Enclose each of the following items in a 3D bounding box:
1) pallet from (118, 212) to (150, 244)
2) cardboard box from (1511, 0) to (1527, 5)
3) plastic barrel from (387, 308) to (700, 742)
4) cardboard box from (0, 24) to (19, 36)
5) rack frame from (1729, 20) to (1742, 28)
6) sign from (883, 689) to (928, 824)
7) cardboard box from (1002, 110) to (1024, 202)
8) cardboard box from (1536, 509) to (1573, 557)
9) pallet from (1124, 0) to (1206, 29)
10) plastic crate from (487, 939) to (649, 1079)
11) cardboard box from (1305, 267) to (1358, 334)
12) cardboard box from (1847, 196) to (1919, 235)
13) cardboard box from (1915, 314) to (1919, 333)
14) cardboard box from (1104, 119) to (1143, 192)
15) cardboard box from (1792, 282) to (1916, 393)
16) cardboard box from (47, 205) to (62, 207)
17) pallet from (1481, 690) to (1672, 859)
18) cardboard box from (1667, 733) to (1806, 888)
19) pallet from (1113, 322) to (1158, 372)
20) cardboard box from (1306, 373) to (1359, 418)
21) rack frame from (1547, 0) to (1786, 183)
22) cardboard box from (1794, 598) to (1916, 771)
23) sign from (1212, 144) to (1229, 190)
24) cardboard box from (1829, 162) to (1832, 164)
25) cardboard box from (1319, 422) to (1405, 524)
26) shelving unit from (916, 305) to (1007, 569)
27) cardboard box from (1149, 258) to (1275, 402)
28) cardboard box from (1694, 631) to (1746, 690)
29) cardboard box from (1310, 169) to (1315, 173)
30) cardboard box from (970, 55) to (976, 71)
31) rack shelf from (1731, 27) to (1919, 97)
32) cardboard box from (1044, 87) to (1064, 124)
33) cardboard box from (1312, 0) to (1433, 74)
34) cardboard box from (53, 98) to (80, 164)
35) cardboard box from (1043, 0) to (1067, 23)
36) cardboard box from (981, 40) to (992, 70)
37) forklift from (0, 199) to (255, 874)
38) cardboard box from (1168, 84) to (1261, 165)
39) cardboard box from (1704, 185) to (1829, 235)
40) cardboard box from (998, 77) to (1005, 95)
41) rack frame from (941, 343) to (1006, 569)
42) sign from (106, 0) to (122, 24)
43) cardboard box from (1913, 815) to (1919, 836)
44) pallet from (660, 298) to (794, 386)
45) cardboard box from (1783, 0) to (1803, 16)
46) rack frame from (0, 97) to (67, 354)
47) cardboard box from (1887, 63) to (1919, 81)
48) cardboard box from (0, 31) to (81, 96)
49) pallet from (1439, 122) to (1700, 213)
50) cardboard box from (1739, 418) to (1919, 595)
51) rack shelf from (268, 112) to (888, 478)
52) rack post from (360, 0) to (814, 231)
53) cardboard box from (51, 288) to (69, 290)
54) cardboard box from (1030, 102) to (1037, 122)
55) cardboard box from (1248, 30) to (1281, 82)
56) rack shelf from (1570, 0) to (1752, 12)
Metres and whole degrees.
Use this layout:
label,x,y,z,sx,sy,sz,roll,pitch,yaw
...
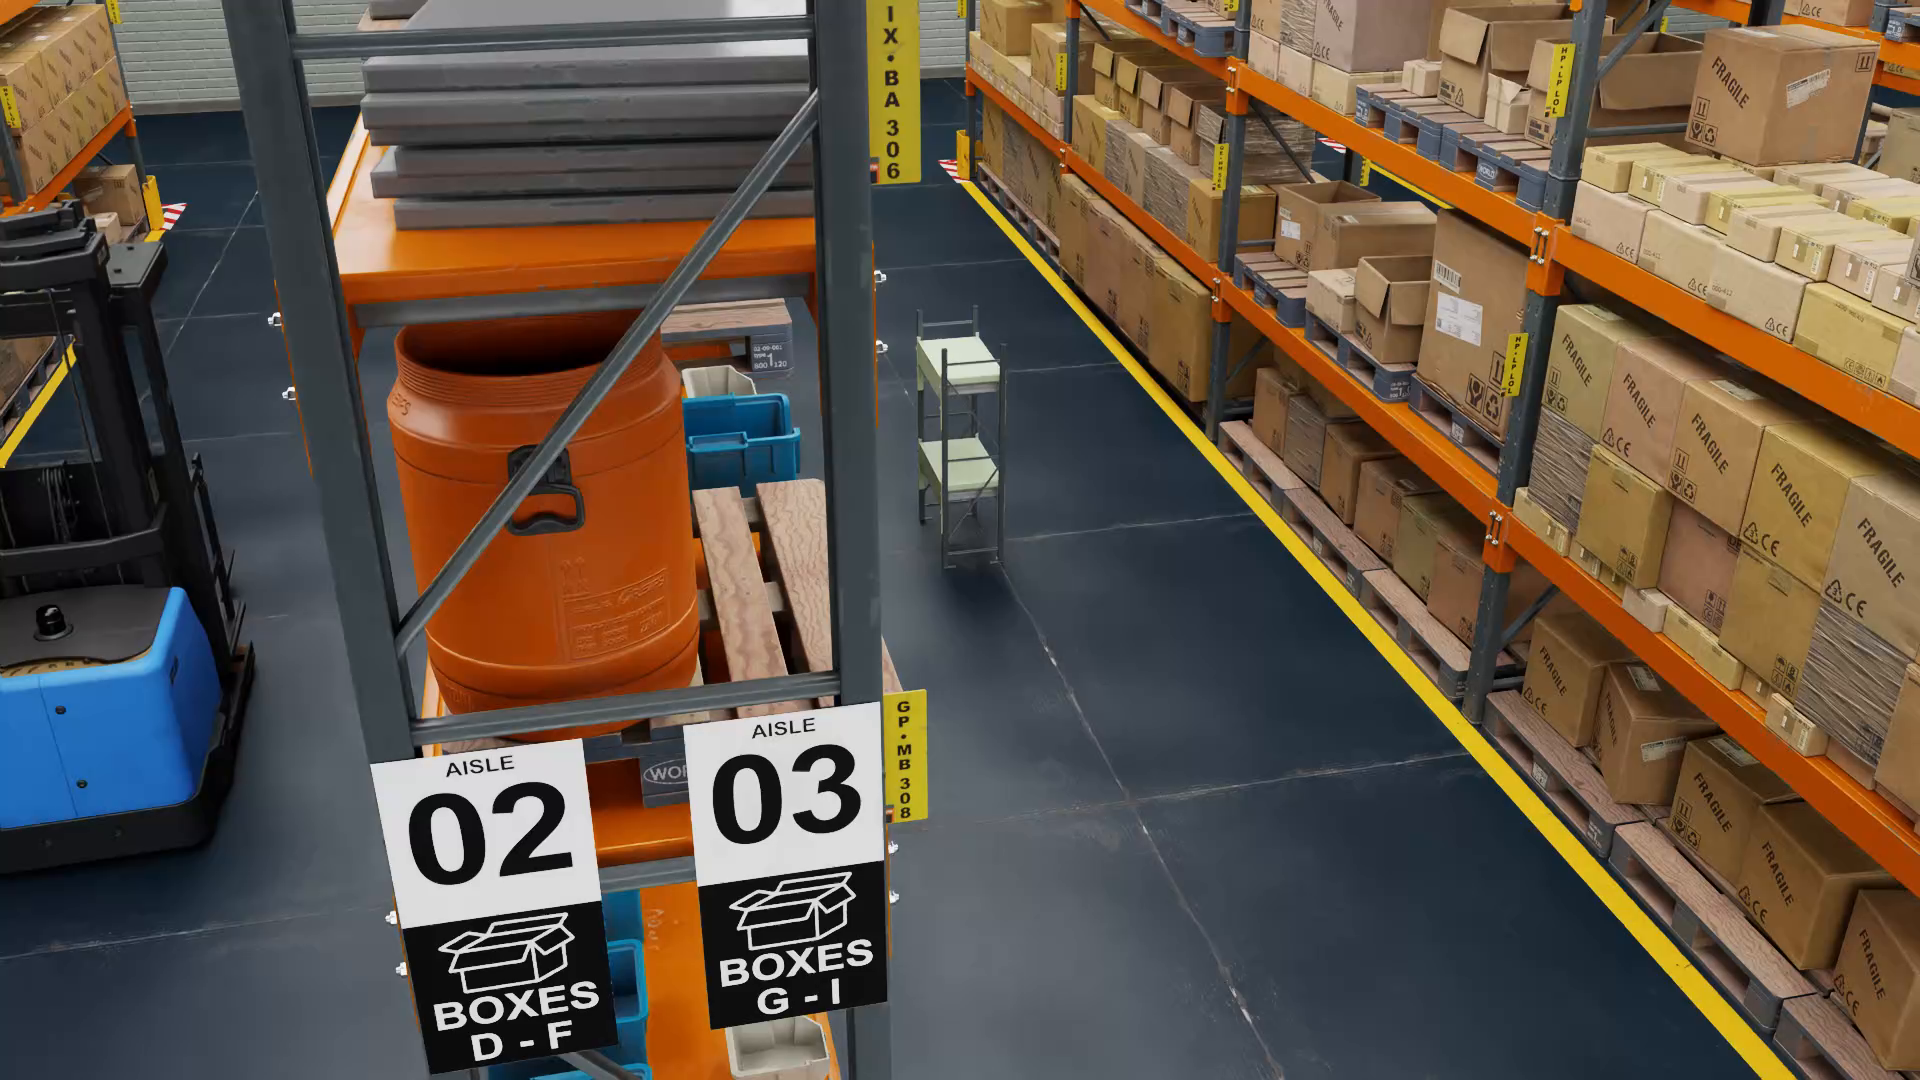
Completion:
label,x,y,z,sx,sy,sz,roll,pitch,yaw
pallet,-8.891,-3.036,16.879,1.003,0.211,1.213,-6,27,-12
cardboard box,5.829,-5.401,16.918,0.500,0.500,0.500,-7,28,-13
plastic barrel,-0.889,-0.061,3.616,0.600,0.830,0.708,-6,27,-12
cardboard box,-9.012,-4.485,15.433,0.500,0.500,0.500,-6,27,-11
rack frame,10.219,-6.675,20.993,1.000,3.000,0.127,-6,27,-12
sign,-0.119,0.461,3.516,0.100,0.325,0.005,-6,27,-12
cardboard box,0.991,-4.236,18.051,0.875,0.875,0.875,-6,27,-12
cardboard box,3.067,-0.053,8.151,0.380,0.149,0.250,-6,27,-12
pallet,1.915,-4.180,12.929,1.003,0.211,1.213,-5,27,-9
plastic crate,-1.201,1.449,5.061,0.499,0.251,0.408,-6,27,-12
cardboard box,2.521,-1.518,10.476,0.500,0.250,0.500,-7,28,-13
cardboard box,3.809,-1.271,6.680,0.380,0.149,0.250,-5,27,-10
cardboard box,3.517,-0.757,5.663,0.380,0.149,0.250,-7,28,-14
cardboard box,1.552,-3.290,14.175,0.500,0.500,0.500,-7,28,-13
cardboard box,3.473,-0.768,6.127,0.500,0.250,0.500,-6,27,-12
cardboard box,-9.129,-3.147,16.565,0.500,0.250,0.500,-6,27,-12
pallet,3.454,1.135,8.613,1.003,0.211,1.213,-6,27,-12
cardboard box,3.672,1.222,7.654,0.500,0.500,0.500,-8,28,-16
pallet,1.991,-1.800,14.429,1.003,0.211,1.213,-6,27,-12
cardboard box,2.677,-1.049,11.300,0.500,0.250,0.500,-3,27,-6
rack frame,3.268,-3.079,7.210,1.000,3.000,0.127,-6,27,-12
cardboard box,3.772,0.502,6.332,0.875,0.500,0.500,-6,27,-12
sign,1.827,-2.616,11.666,0.100,0.325,0.005,-6,27,-12
cardboard box,6.667,-2.995,13.184,0.380,0.149,0.250,-5,27,-11
cardboard box,2.809,-0.455,10.955,0.700,0.500,0.500,-4,27,-7
shelving unit,0.002,-0.667,10.753,0.431,1.500,0.755,-6,27,-12
cardboard box,2.232,-1.701,13.030,1.225,0.875,0.875,-7,28,-14
cardboard box,3.375,0.493,7.069,0.380,0.149,0.250,-6,27,-12
cardboard box,2.404,-2.669,12.944,0.500,0.500,0.500,-7,28,-13
cardboard box,0.323,-5.368,18.681,0.380,0.149,0.250,-6,27,-11
rack shelf,10.670,-5.476,19.416,1.077,0.370,4.000,-6,27,-12
cardboard box,1.110,-4.146,15.818,0.500,0.250,0.500,-6,27,-13
cardboard box,2.453,-3.088,9.892,0.500,0.500,0.500,-7,28,-13
cardboard box,-8.265,-3.649,14.886,0.500,0.500,0.500,-6,27,-12
cardboard box,0.930,-5.882,18.426,0.500,0.500,0.500,-6,27,-11
cardboard box,0.533,-5.269,18.043,0.500,0.250,0.500,-6,27,-12
forklift,-4.537,-0.375,8.588,1.130,2.935,3.031,-7,28,-14
cardboard box,2.074,-3.258,12.999,0.797,0.503,0.637,-5,27,-10
cardboard box,3.306,-1.342,6.822,0.380,0.149,0.250,-5,27,-10
cardboard box,0.615,-4.803,17.563,0.380,0.149,0.250,-6,27,-12
rack frame,0.084,-0.506,10.434,0.400,1.500,0.023,-6,27,-12
sign,-8.543,-5.370,16.772,0.100,0.325,0.005,-6,27,-12
cardboard box,3.701,1.037,5.991,0.380,0.149,0.250,-6,27,-12
pallet,-1.299,-0.846,6.324,1.213,0.211,1.003,-6,27,-12
cardboard box,6.720,-4.443,13.131,0.500,0.500,0.500,-6,27,-12
rack frame,-8.187,-2.909,13.530,1.000,3.000,0.127,-6,27,-12
cardboard box,10.646,-5.367,18.290,0.500,0.500,0.500,-7,28,-13
cardboard box,-8.368,-4.314,15.094,0.500,0.500,0.500,-5,27,-10
pallet,3.233,-1.938,8.487,1.213,0.211,1.003,-6,27,-12
cardboard box,3.472,-0.144,6.502,0.500,0.500,0.500,-6,27,-12
rack shelf,-1.106,-1.199,4.727,1.077,0.370,4.000,-6,27,-12
rack post,-0.702,-0.942,3.530,0.937,0.300,0.954,-3,27,-6
cardboard box,-8.071,-2.111,14.446,0.500,0.311,0.500,-6,27,-12
cardboard box,0.904,-4.240,16.447,0.380,0.149,0.250,-5,27,-11
cardboard box,2.225,-3.197,10.939,0.500,0.250,0.500,-5,27,-11
rack shelf,2.818,-3.458,9.202,1.077,0.370,4.000,-6,27,-12
